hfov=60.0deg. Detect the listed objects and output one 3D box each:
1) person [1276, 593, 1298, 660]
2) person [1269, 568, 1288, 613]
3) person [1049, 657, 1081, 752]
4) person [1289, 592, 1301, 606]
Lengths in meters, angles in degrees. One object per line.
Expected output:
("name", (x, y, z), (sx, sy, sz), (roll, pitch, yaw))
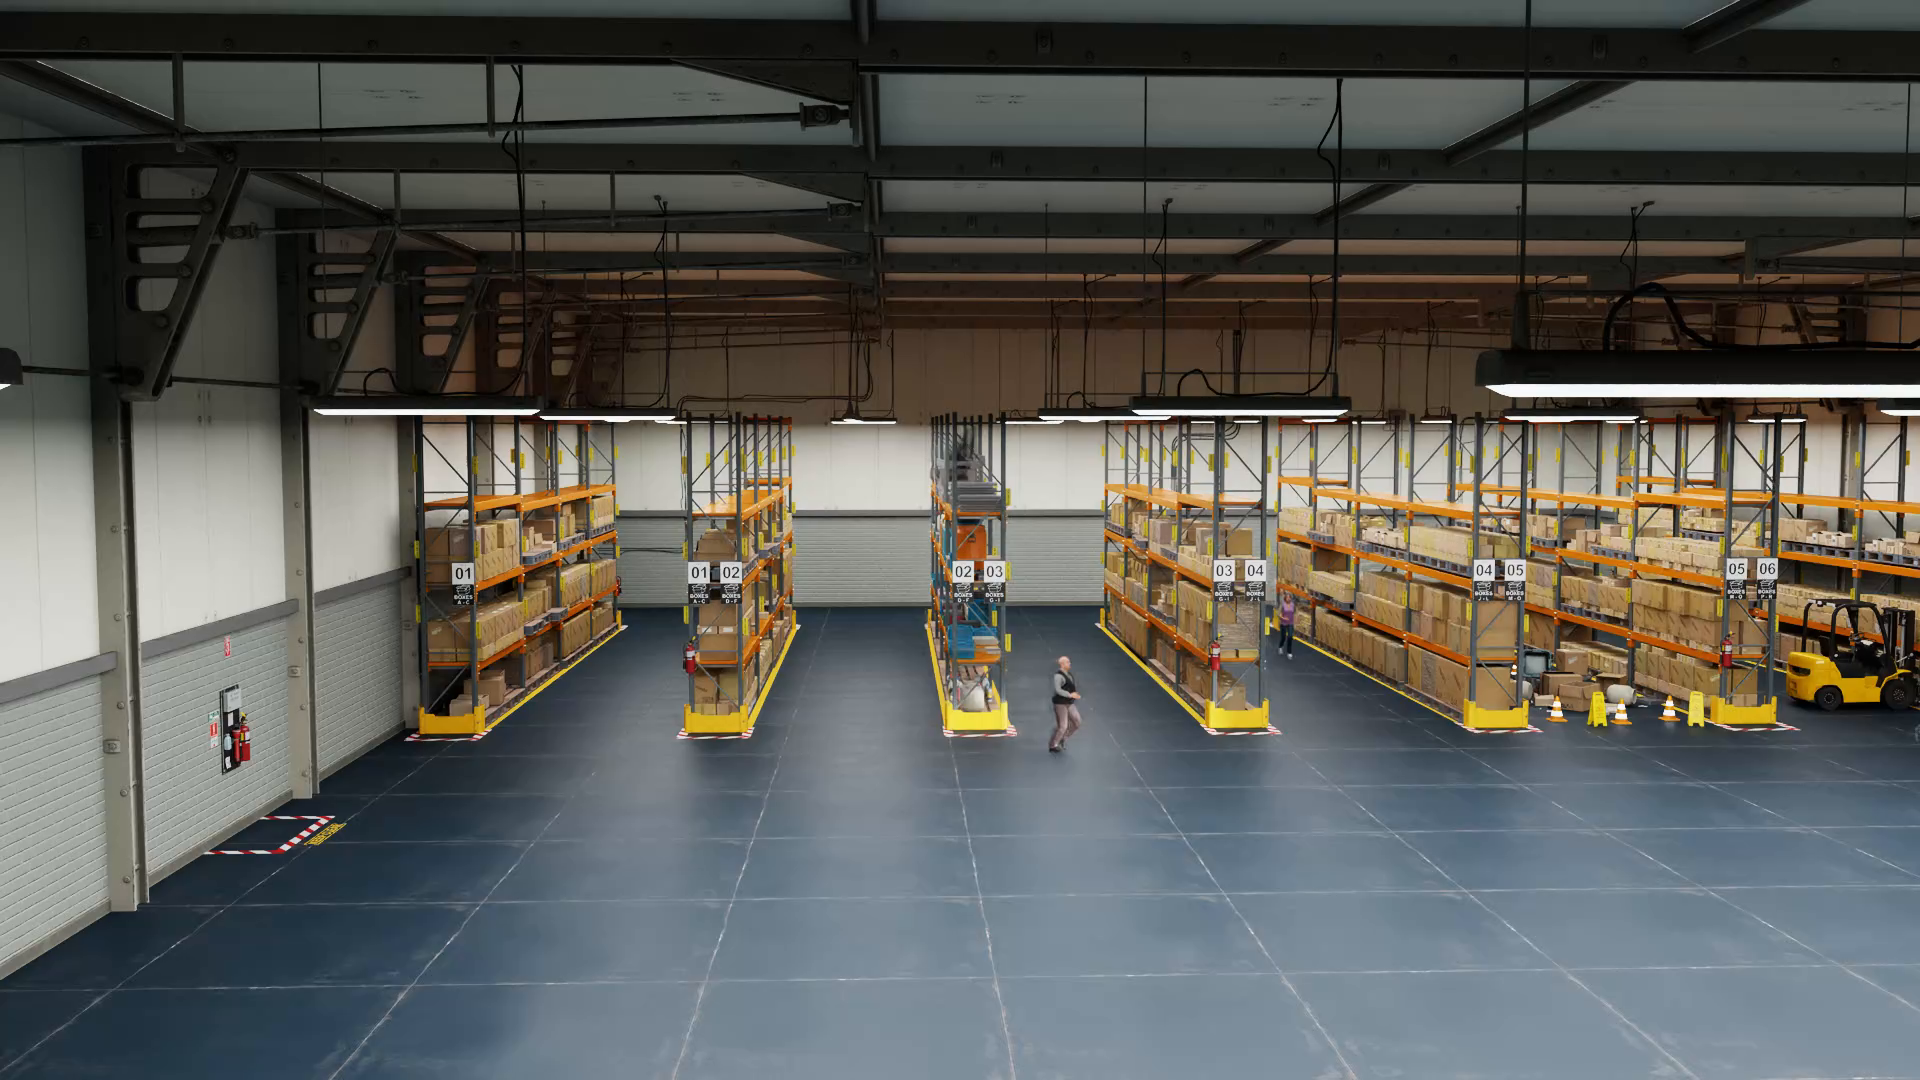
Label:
("person", (8.118, 2.120, 41.273), (0.565, 1.613, 0.746), (0, 4, -4))
("person", (9.431, 1.582, 48.965), (0.570, 1.613, 0.633), (-1, 4, -18))
("person", (1.869, 2.891, 29.125), (0.650, 1.710, 0.690), (2, 5, 30))
("person", (9.958, 1.537, 48.999), (0.701, 1.716, 0.735), (1, 4, 19))
